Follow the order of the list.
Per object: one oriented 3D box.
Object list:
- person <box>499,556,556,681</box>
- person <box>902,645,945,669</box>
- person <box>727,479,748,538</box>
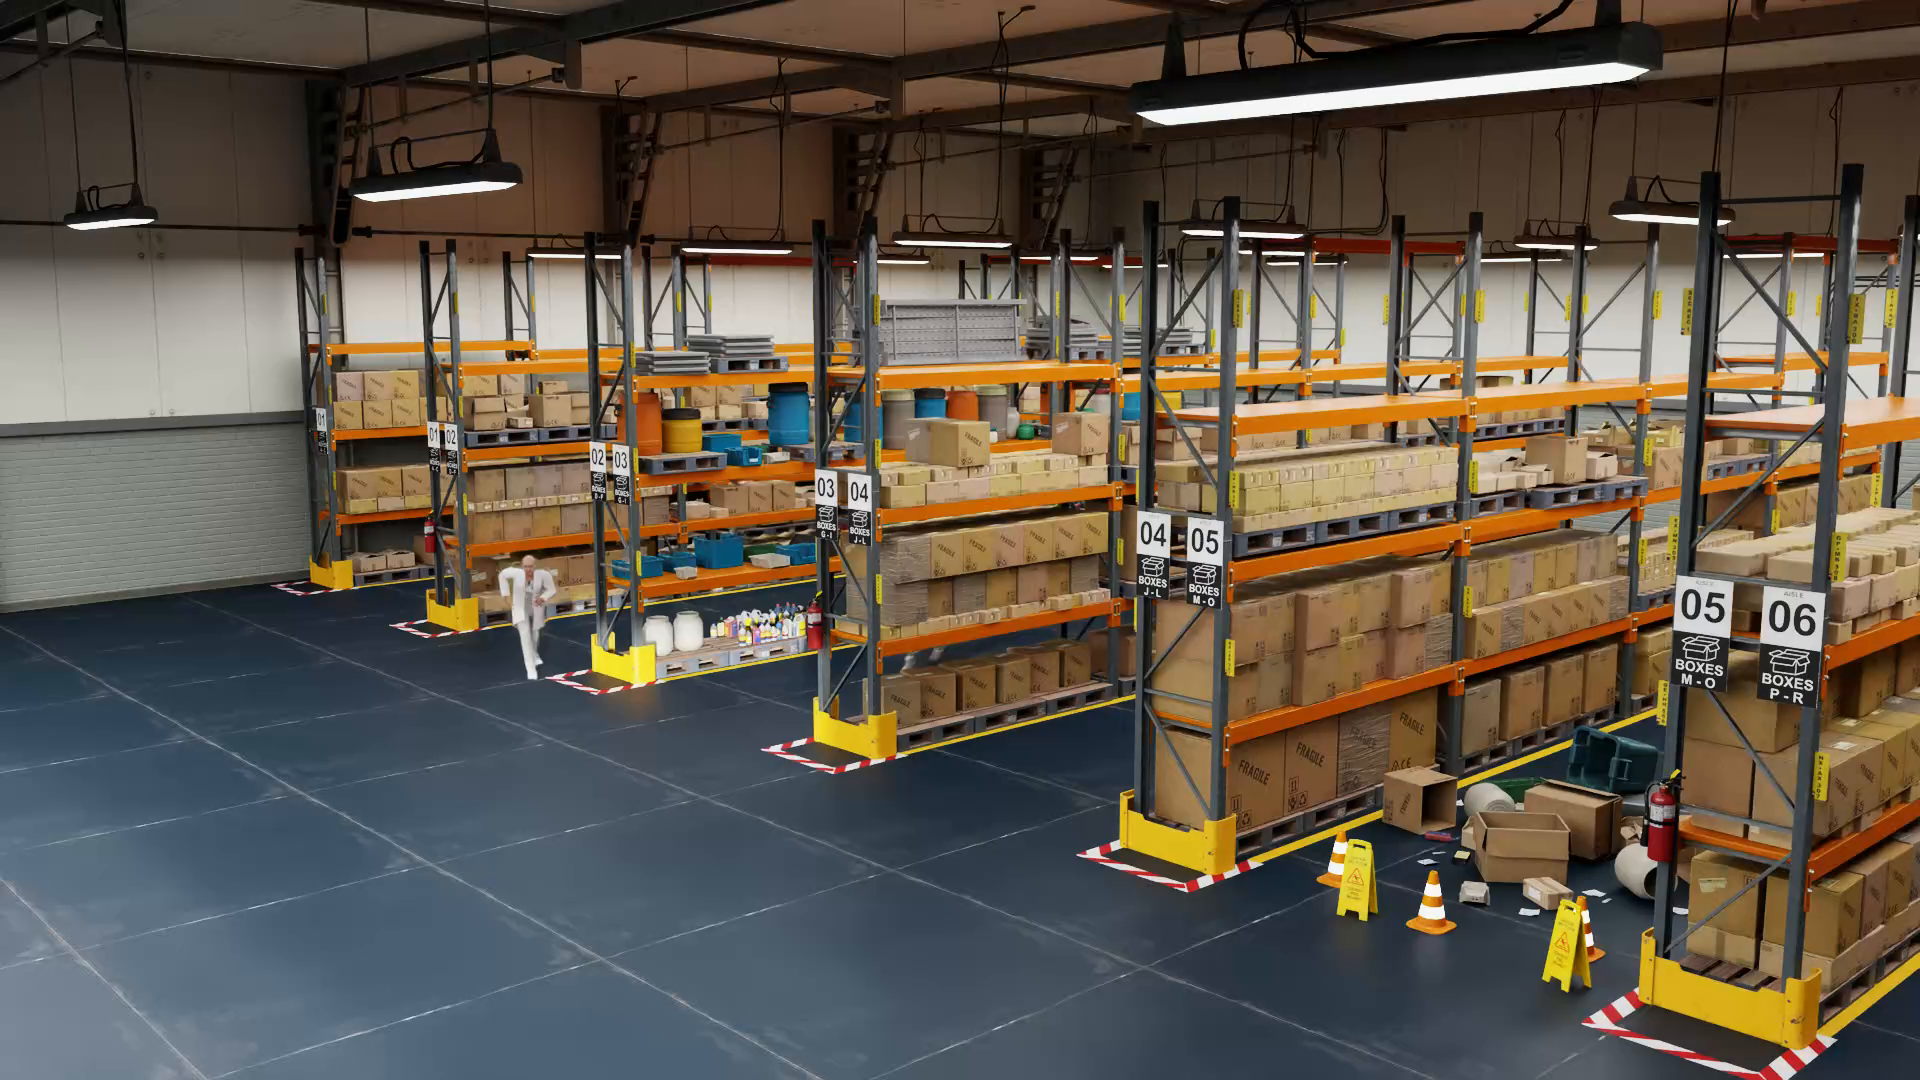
[{"bbox_3d":[-5.923,1.022,22.835,0.752,1.744,1.058,-2,9,-15],"label":"person"},{"bbox_3d":[-0.488,0.893,23.153,0.666,1.837,0.871,5,10,28],"label":"person"},{"bbox_3d":[-4.426,-0.539,32.664,0.703,1.739,1.022,6,10,35],"label":"person"}]
